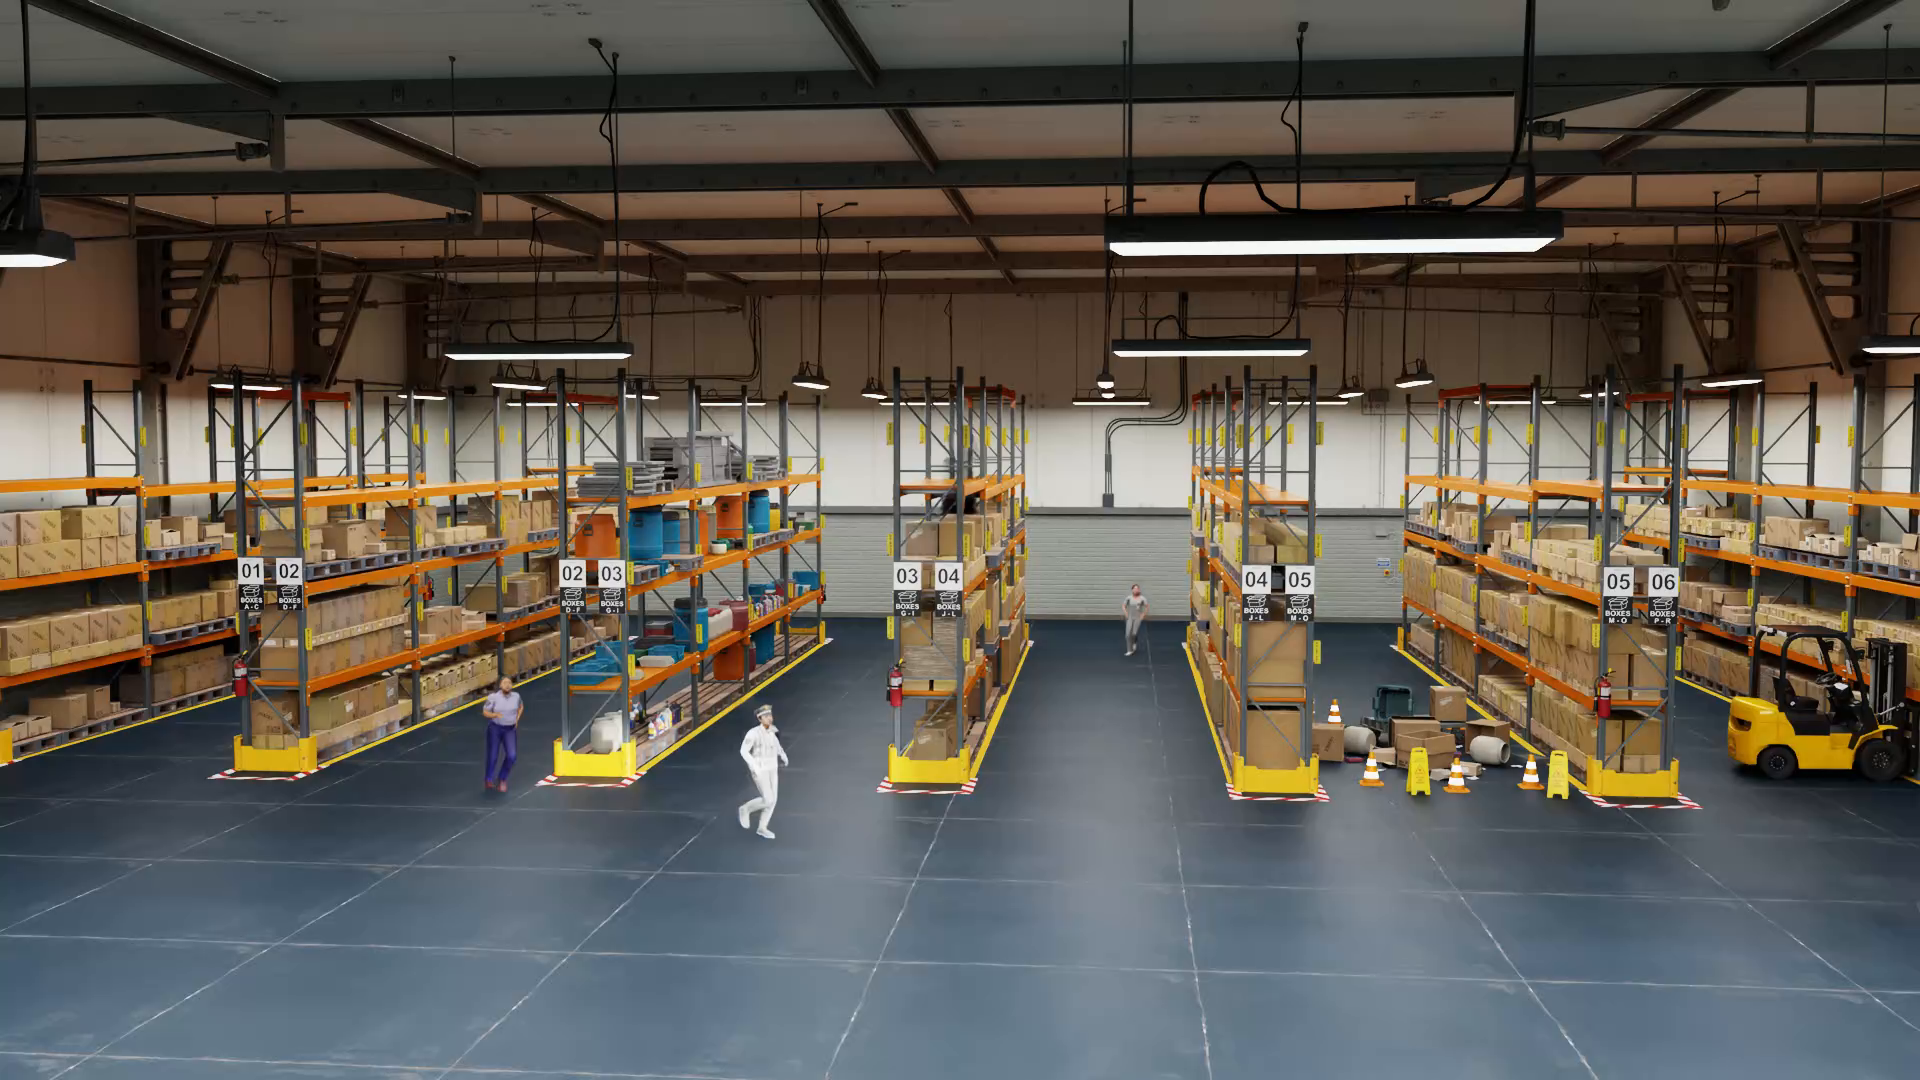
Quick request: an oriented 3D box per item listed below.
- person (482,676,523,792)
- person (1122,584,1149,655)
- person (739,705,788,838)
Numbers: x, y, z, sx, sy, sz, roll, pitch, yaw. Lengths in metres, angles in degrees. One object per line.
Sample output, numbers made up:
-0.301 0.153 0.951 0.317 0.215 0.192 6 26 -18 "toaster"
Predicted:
-6.433 2.753 23.493 0.606 1.657 0.675 -2 4 -26 "person"
4.014 1.833 38.150 0.606 1.646 0.563 1 4 17 "person"
-2.450 2.884 20.866 0.588 1.671 0.610 3 5 41 "person"
